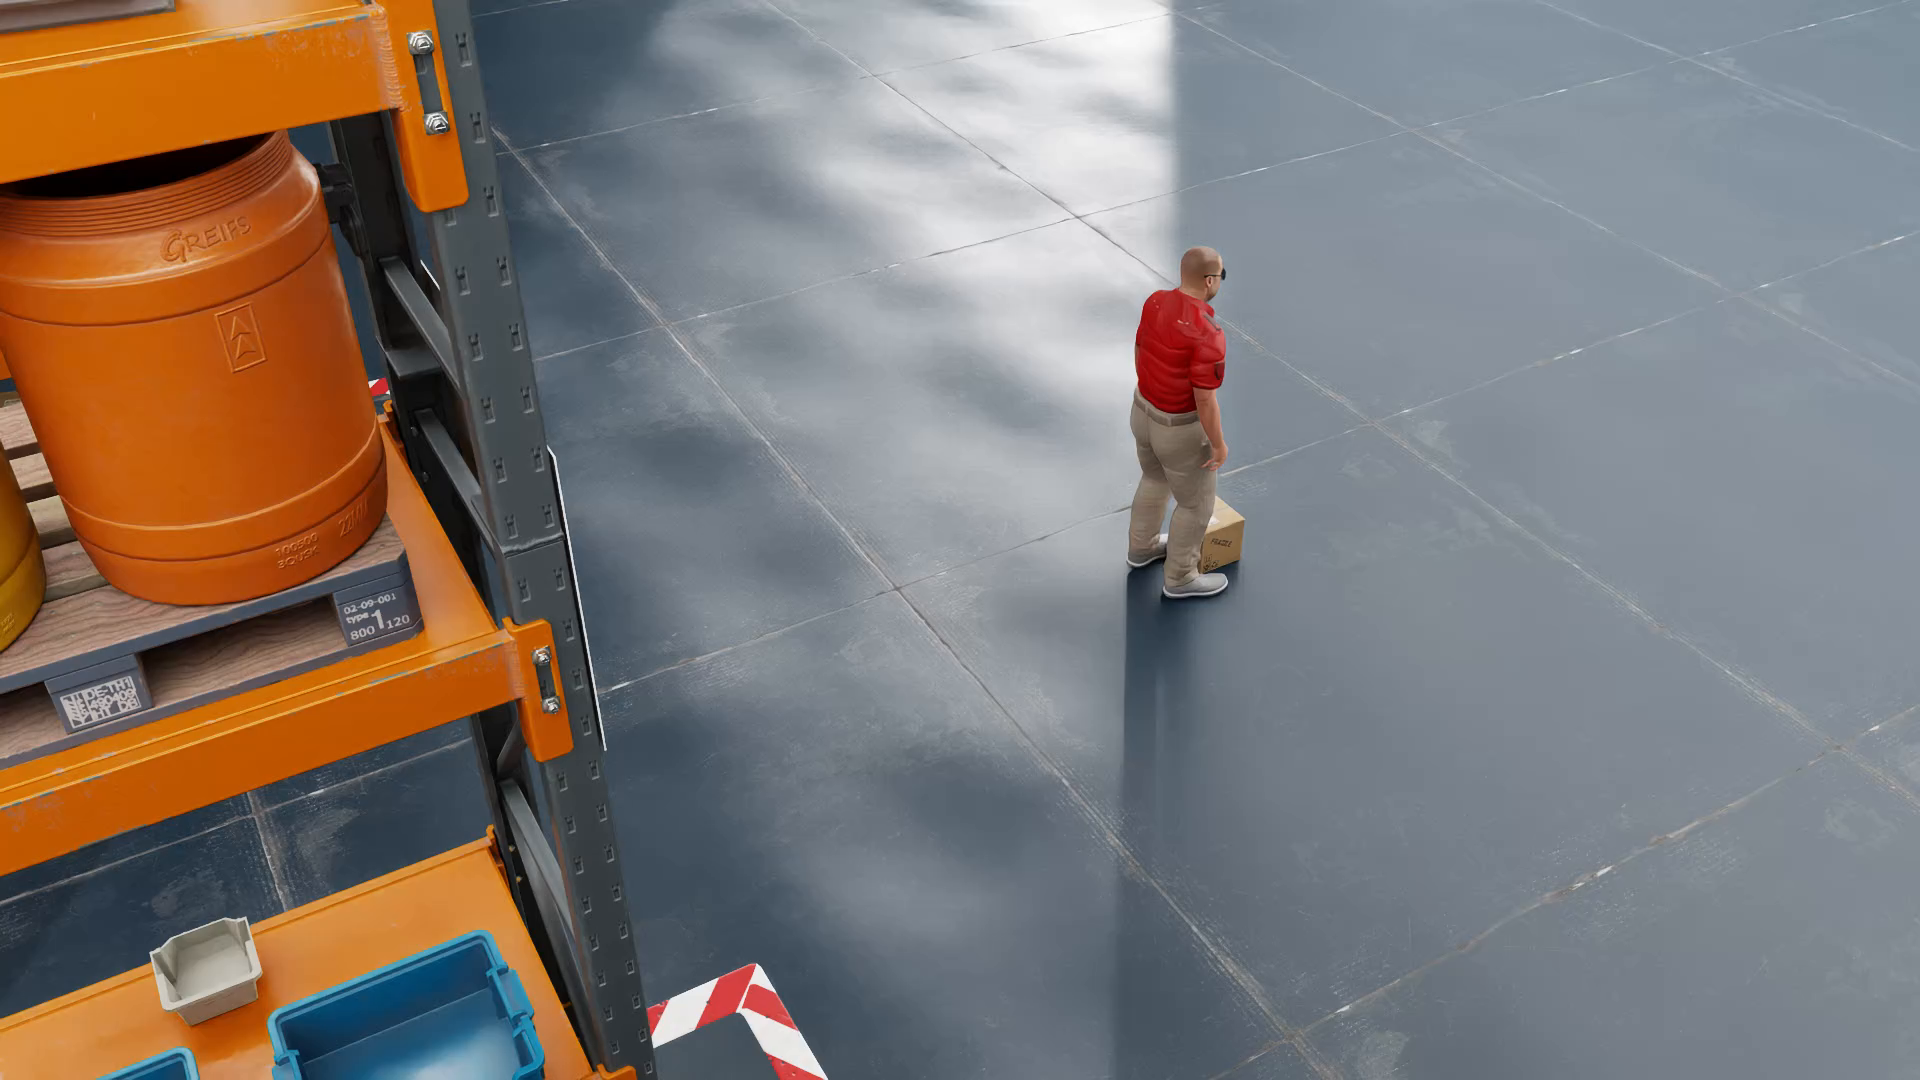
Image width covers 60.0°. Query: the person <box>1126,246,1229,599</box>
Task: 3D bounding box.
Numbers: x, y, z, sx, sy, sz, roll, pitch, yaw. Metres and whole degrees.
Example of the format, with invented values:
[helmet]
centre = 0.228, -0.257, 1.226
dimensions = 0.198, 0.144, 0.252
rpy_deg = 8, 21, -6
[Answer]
[person]
centre = 1.007, -0.541, 7.669
dimensions = 0.390, 1.726, 0.588
rpy_deg = -21, 41, -26
